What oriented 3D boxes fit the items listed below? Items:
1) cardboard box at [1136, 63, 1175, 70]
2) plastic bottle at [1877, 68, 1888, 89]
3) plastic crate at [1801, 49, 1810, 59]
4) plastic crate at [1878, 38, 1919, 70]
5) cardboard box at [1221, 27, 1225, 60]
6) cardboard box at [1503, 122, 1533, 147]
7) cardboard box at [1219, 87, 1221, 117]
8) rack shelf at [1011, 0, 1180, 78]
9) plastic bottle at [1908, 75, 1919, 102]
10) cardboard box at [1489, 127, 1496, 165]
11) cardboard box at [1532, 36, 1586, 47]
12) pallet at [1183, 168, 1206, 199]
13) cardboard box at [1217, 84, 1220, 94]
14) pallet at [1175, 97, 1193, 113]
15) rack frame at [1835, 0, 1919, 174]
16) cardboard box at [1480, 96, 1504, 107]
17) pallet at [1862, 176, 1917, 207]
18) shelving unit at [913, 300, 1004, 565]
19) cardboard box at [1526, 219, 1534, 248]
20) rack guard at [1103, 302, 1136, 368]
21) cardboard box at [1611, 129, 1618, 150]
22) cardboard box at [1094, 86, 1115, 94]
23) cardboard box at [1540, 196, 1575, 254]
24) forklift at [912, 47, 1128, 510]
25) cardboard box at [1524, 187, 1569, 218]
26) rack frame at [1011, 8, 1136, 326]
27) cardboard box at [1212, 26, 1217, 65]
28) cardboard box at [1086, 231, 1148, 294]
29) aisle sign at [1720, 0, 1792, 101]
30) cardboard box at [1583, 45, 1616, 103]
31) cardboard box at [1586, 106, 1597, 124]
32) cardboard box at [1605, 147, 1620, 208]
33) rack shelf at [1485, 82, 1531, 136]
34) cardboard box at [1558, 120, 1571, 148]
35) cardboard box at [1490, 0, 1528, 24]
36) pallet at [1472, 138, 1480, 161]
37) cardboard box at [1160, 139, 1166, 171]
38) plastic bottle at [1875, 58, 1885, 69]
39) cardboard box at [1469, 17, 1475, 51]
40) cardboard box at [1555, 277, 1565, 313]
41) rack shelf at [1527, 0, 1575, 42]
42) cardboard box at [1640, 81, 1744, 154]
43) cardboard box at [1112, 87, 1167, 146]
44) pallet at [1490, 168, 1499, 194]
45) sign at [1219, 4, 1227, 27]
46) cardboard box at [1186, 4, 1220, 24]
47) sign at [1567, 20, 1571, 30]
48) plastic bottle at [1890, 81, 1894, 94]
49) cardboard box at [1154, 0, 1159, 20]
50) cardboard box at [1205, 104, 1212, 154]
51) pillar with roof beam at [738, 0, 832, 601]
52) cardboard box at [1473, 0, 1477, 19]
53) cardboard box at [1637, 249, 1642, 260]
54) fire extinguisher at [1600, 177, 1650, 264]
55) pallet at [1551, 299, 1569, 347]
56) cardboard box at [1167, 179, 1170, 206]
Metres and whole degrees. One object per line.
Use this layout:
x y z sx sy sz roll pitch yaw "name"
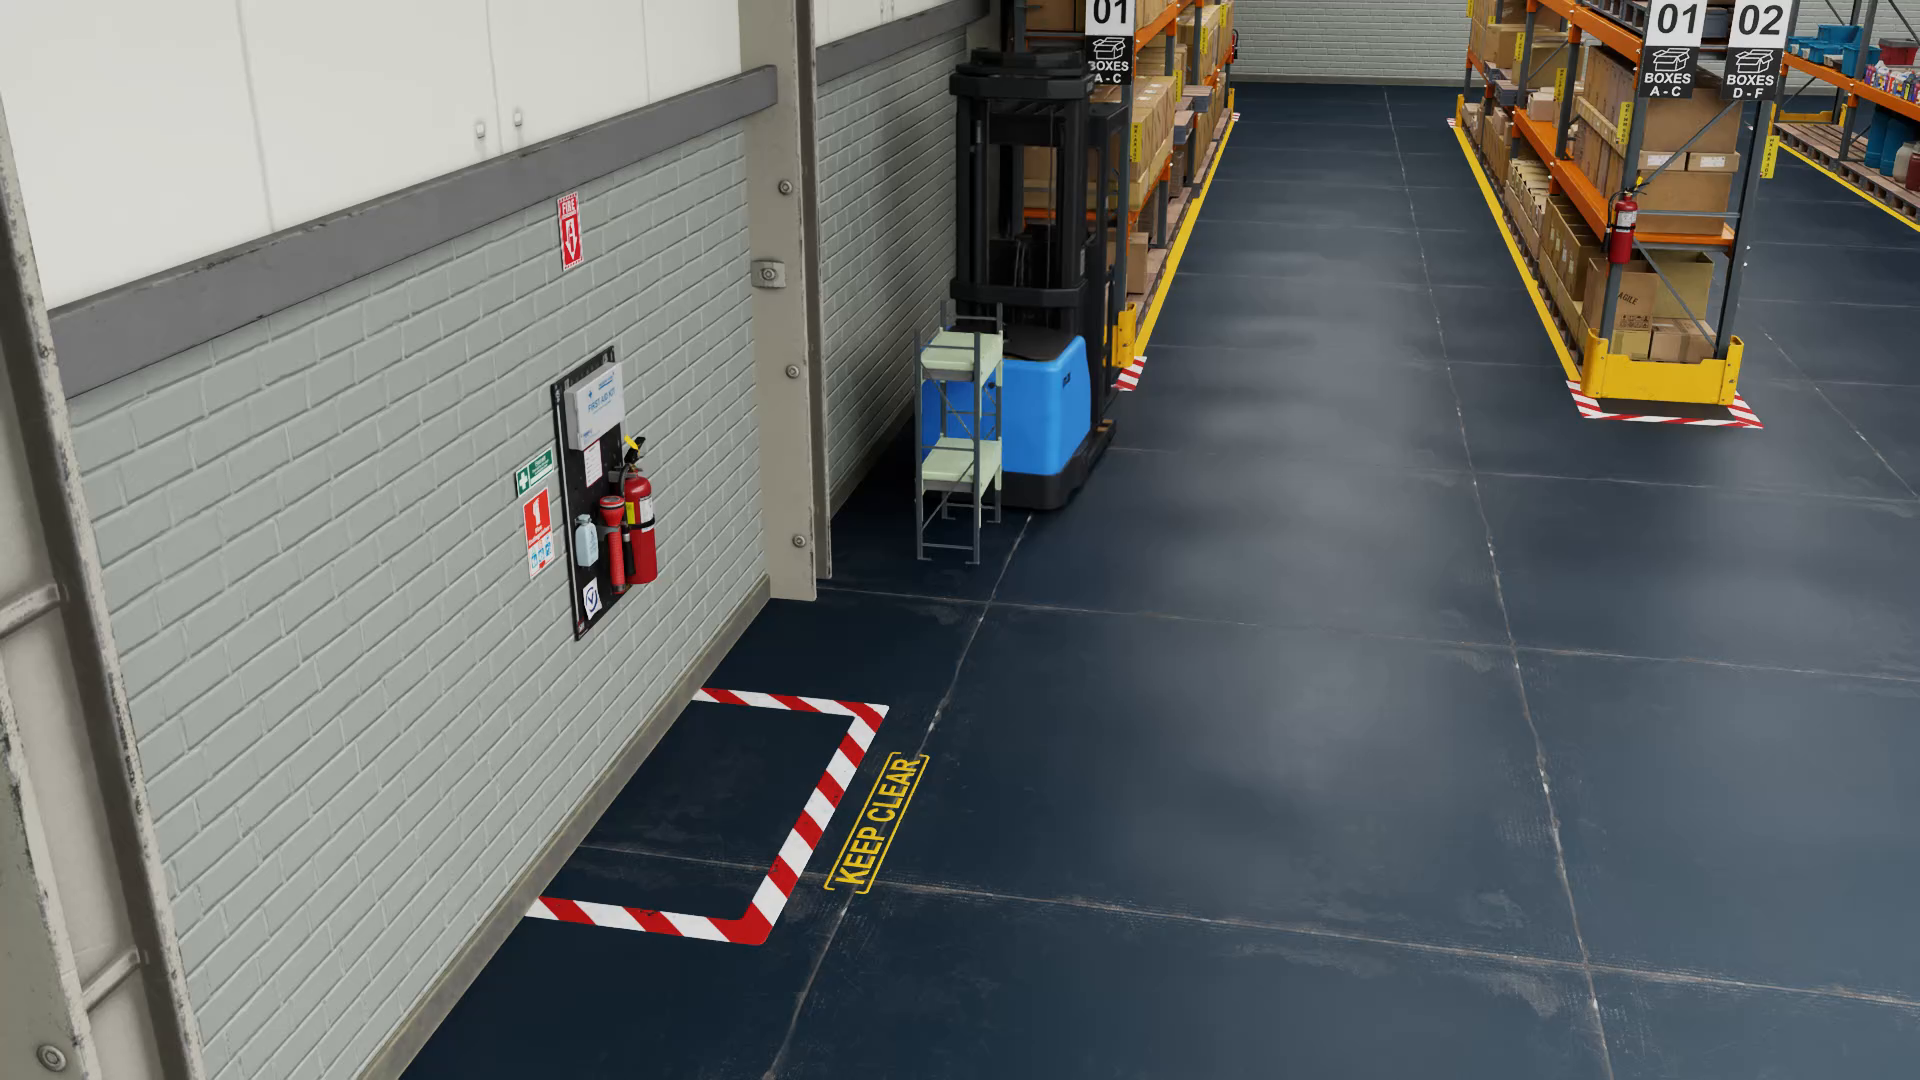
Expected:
2.019 -5.083 18.737 0.700 0.500 0.500 7 23 16 "cardboard box"
12.500 -6.242 22.508 0.097 0.271 0.097 0 22 0 "plastic bottle"
13.251 -7.560 25.882 0.250 0.136 0.298 4 22 11 "plastic crate"
13.520 -6.981 24.005 0.402 0.464 0.583 4 22 11 "plastic crate"
3.675 -7.974 26.236 0.980 0.700 0.700 4 22 10 "cardboard box"
7.396 -5.305 21.764 0.500 0.250 0.500 5 23 13 "cardboard box"
3.961 -7.238 27.595 0.700 0.500 0.500 4 22 9 "cardboard box"
1.353 -4.771 15.633 1.077 0.370 4.000 4 22 11 "rack shelf"
12.247 -5.783 21.265 0.144 0.351 0.185 4 22 11 "plastic bottle"
7.699 -5.503 23.259 0.500 0.500 0.500 5 22 12 "cardboard box"
7.819 -6.332 21.864 0.700 0.500 0.500 9 24 21 "cardboard box"
2.812 -4.897 22.731 1.003 0.211 1.213 4 22 11 "pallet"
4.001 -7.275 26.818 0.380 0.149 0.250 4 22 9 "cardboard box"
2.213 -5.092 19.738 1.003 0.211 1.213 4 22 11 "pallet"
13.092 -6.616 23.265 1.000 3.000 0.127 4 22 11 "rack frame"
8.622 -6.728 26.297 0.797 0.503 0.637 4 22 11 "cardboard box"
12.647 -4.596 21.982 1.003 0.211 1.213 4 22 11 "pallet"
-0.001 -0.693 10.567 0.431 1.500 0.755 4 22 11 "shelving unit"
6.517 -3.347 18.267 0.500 0.250 0.500 4 22 10 "cardboard box"
0.960 -1.851 14.779 1.175 0.500 0.348 4 22 11 "rack guard"
5.897 -3.485 14.489 0.380 0.149 0.250 5 23 13 "cardboard box"
1.244 -4.206 16.452 0.500 0.500 0.500 5 22 12 "cardboard box"
6.210 -3.190 16.875 0.500 0.500 0.500 4 22 11 "cardboard box"
0.574 -2.084 12.105 1.130 2.935 3.031 6 23 15 "forklift"
6.617 -3.791 18.620 0.500 0.311 0.500 4 22 11 "cardboard box"
0.945 -2.982 14.243 1.000 3.000 0.127 4 22 11 "rack frame"
3.452 -7.189 24.130 0.500 0.500 0.500 5 22 11 "cardboard box"
1.489 -2.746 16.414 0.700 0.500 0.500 3 22 8 "cardboard box"
6.082 -3.764 12.706 0.394 0.787 0.004 4 22 11 "aisle sign"
6.527 -4.554 16.276 0.700 0.500 0.500 5 22 11 "cardboard box"
6.213 -4.050 15.893 0.380 0.149 0.250 4 22 10 "cardboard box"
6.112 -3.196 14.639 0.700 0.500 0.500 5 22 11 "cardboard box"
7.836 -5.930 22.524 1.077 0.370 4.000 4 22 11 "rack shelf"
6.611 -4.342 17.800 0.396 0.266 0.258 4 22 10 "cardboard box"
8.093 -7.709 24.509 0.500 0.500 0.500 5 22 11 "cardboard box"
8.385 -5.952 25.350 1.003 0.211 1.213 4 22 11 "pallet"
1.764 -3.822 16.502 0.500 0.250 0.500 4 22 11 "cardboard box"
12.695 -6.474 22.979 0.144 0.351 0.185 4 22 11 "plastic bottle"
8.711 -8.362 27.467 0.500 0.500 0.500 5 22 12 "cardboard box"
5.910 -2.293 15.652 0.500 0.250 0.500 4 22 11 "cardboard box"
7.019 -5.858 18.332 1.077 0.370 4.000 4 22 11 "rack shelf"
5.914 -3.443 13.518 0.700 0.500 0.500 5 22 11 "cardboard box"
1.758 -4.170 16.362 0.500 0.500 0.500 4 22 9 "cardboard box"
7.868 -4.953 22.870 1.003 0.211 1.213 4 22 11 "pallet"
3.927 -7.833 24.845 0.100 0.325 0.005 4 22 11 "sign"
3.549 -7.722 24.450 0.500 0.250 0.500 5 22 12 "cardboard box"
8.788 -7.491 23.888 0.100 0.325 0.005 4 22 11 "sign"
12.385 -6.004 22.013 0.097 0.201 0.097 0 22 0 "plastic bottle"
1.504 -4.916 14.870 0.500 0.500 0.500 6 23 13 "cardboard box"
3.210 -5.996 24.041 0.750 0.750 0.750 5 23 13 "cardboard box"
3.231 -3.564 7.659 9.100 9.000 0.400 4 22 11 "pillar with roof beam"
8.711 -8.826 27.280 0.500 0.500 0.500 5 23 13 "cardboard box"
6.312 -2.419 14.960 0.500 0.500 0.500 4 22 11 "cardboard box"
5.316 -2.562 13.304 0.296 0.674 0.183 4 22 11 "fire extinguisher"
6.161 -2.040 15.637 1.003 0.211 1.213 4 22 11 "pallet"
2.189 -4.322 20.327 0.700 0.500 0.500 4 22 11 "cardboard box"
